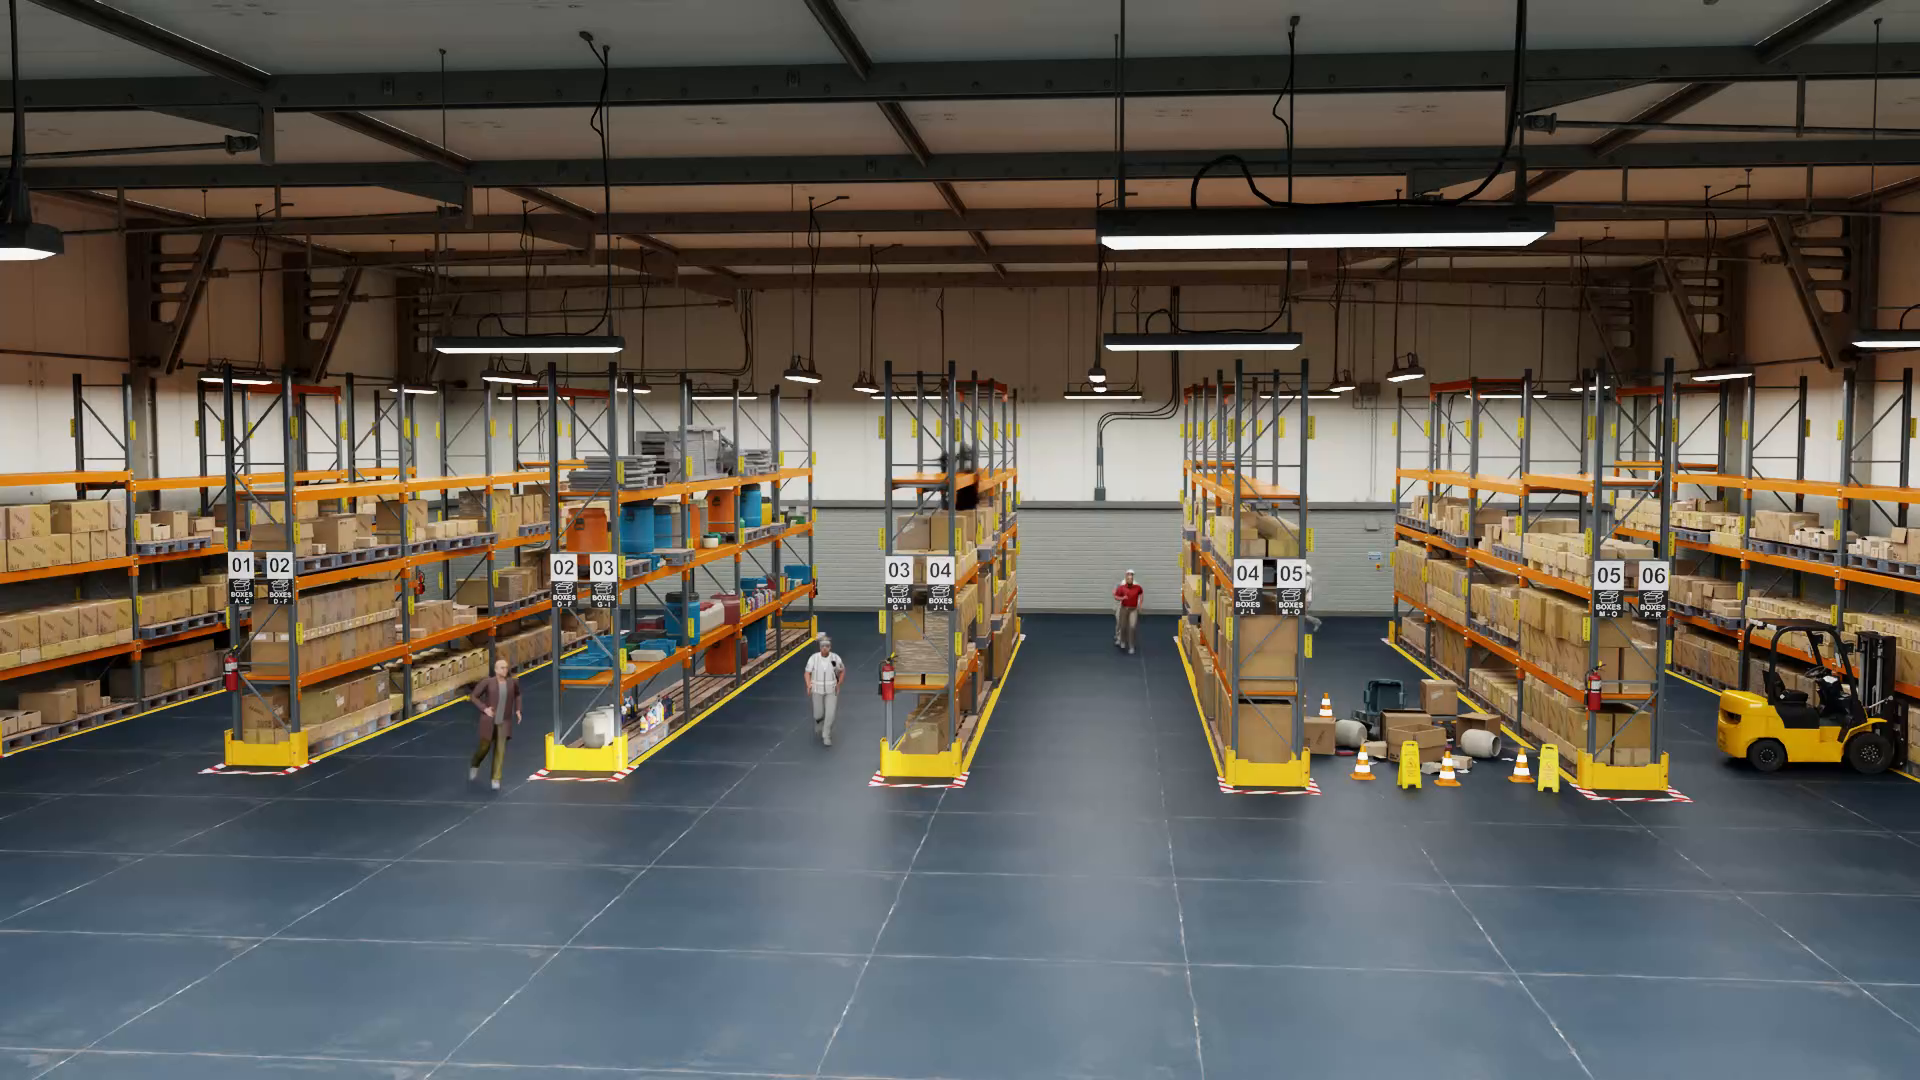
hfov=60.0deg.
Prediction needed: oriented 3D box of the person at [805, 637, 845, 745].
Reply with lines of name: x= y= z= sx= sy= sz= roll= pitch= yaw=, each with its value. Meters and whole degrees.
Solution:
person: x=-2.161 y=2.392 z=26.672 sx=0.650 sy=1.733 sz=0.652 roll=0 pitch=4 yaw=-6

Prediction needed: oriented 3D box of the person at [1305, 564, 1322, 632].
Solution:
person: x=8.492 y=1.464 z=40.627 sx=0.719 sy=1.741 sz=0.686 roll=1 pitch=4 yaw=14

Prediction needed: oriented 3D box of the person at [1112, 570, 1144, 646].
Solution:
person: x=3.906 y=1.559 z=38.870 sx=0.718 sy=1.744 sz=0.962 roll=1 pitch=4 yaw=14

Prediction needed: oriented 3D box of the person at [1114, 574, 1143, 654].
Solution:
person: x=3.820 y=1.662 z=37.642 sx=0.651 sy=1.790 sz=0.862 roll=0 pitch=4 yaw=6

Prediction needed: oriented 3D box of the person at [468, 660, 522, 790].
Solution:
person: x=-6.513 y=2.568 z=23.473 sx=0.769 sy=1.743 sz=1.049 roll=-2 pitch=4 yaw=-28
